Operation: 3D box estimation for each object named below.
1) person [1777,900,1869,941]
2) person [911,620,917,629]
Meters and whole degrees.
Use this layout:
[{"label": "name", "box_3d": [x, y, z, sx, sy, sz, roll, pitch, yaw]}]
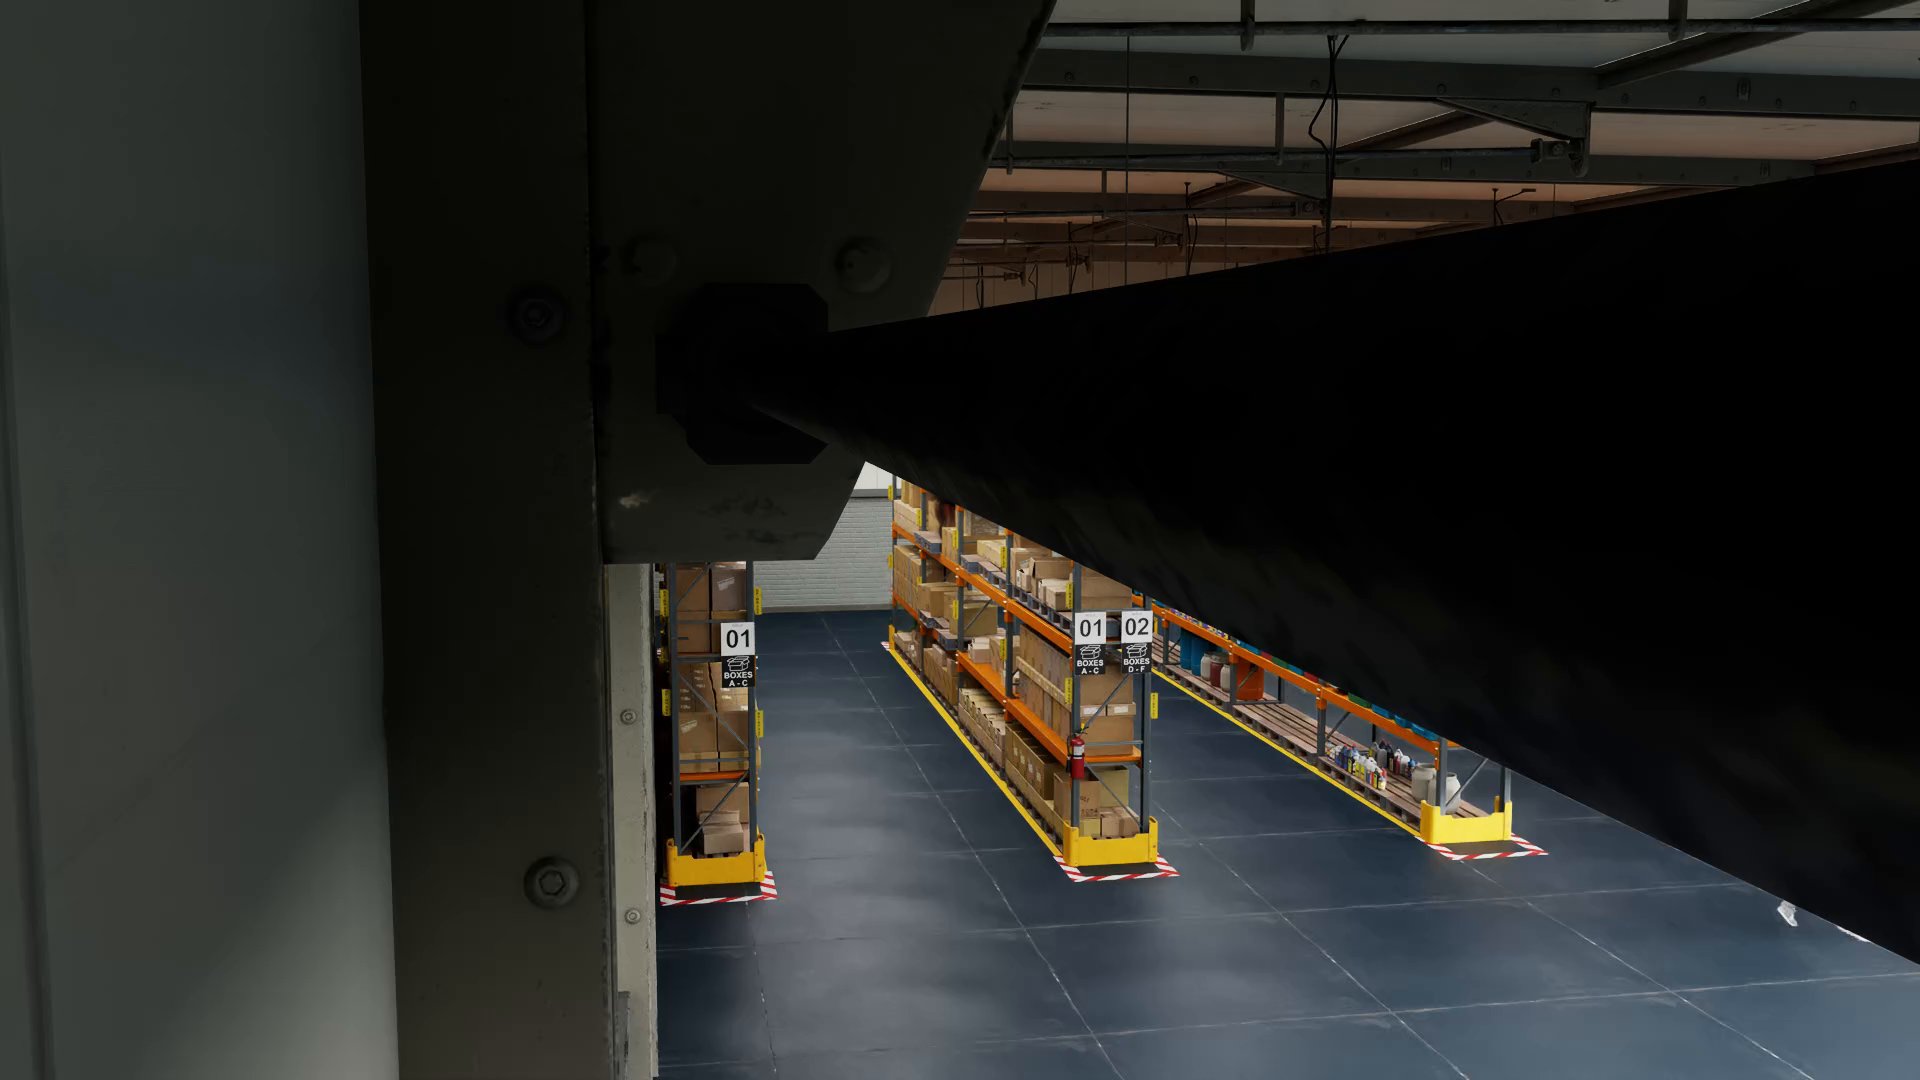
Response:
[{"label": "person", "box_3d": [9.496, 3.572, 18.232, 0.931, 1.599, 0.563, 2, 6, 15]}, {"label": "person", "box_3d": [-0.694, 1.313, 38.126, 0.913, 1.795, 0.667, 2, 6, 17]}]
